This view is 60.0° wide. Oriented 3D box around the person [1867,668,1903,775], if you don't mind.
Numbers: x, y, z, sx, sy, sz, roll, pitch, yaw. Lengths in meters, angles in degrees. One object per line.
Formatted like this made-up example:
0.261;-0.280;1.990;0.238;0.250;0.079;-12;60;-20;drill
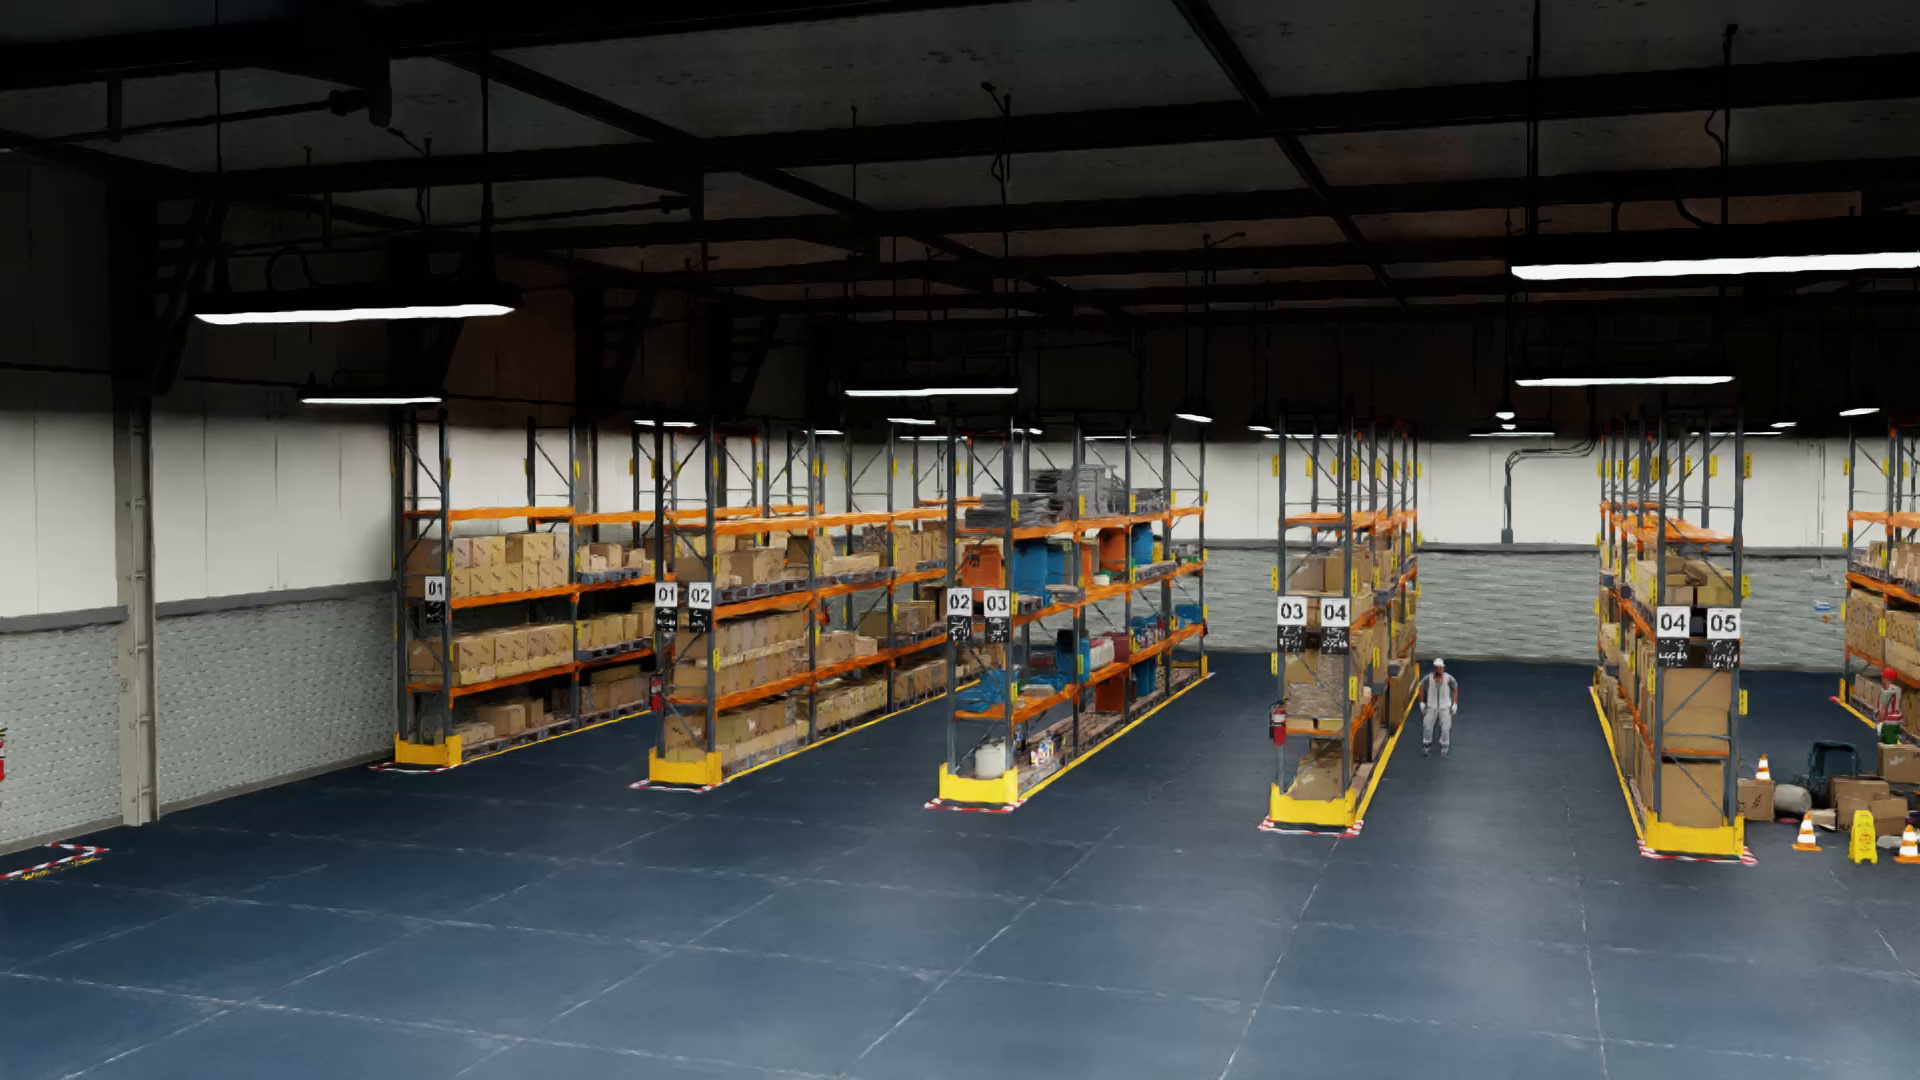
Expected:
14.884;2.949;26.713;0.581;1.785;0.663;2;3;43;person

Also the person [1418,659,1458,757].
8.269;2.905;28.770;0.677;1.742;0.552;1;3;17;person
